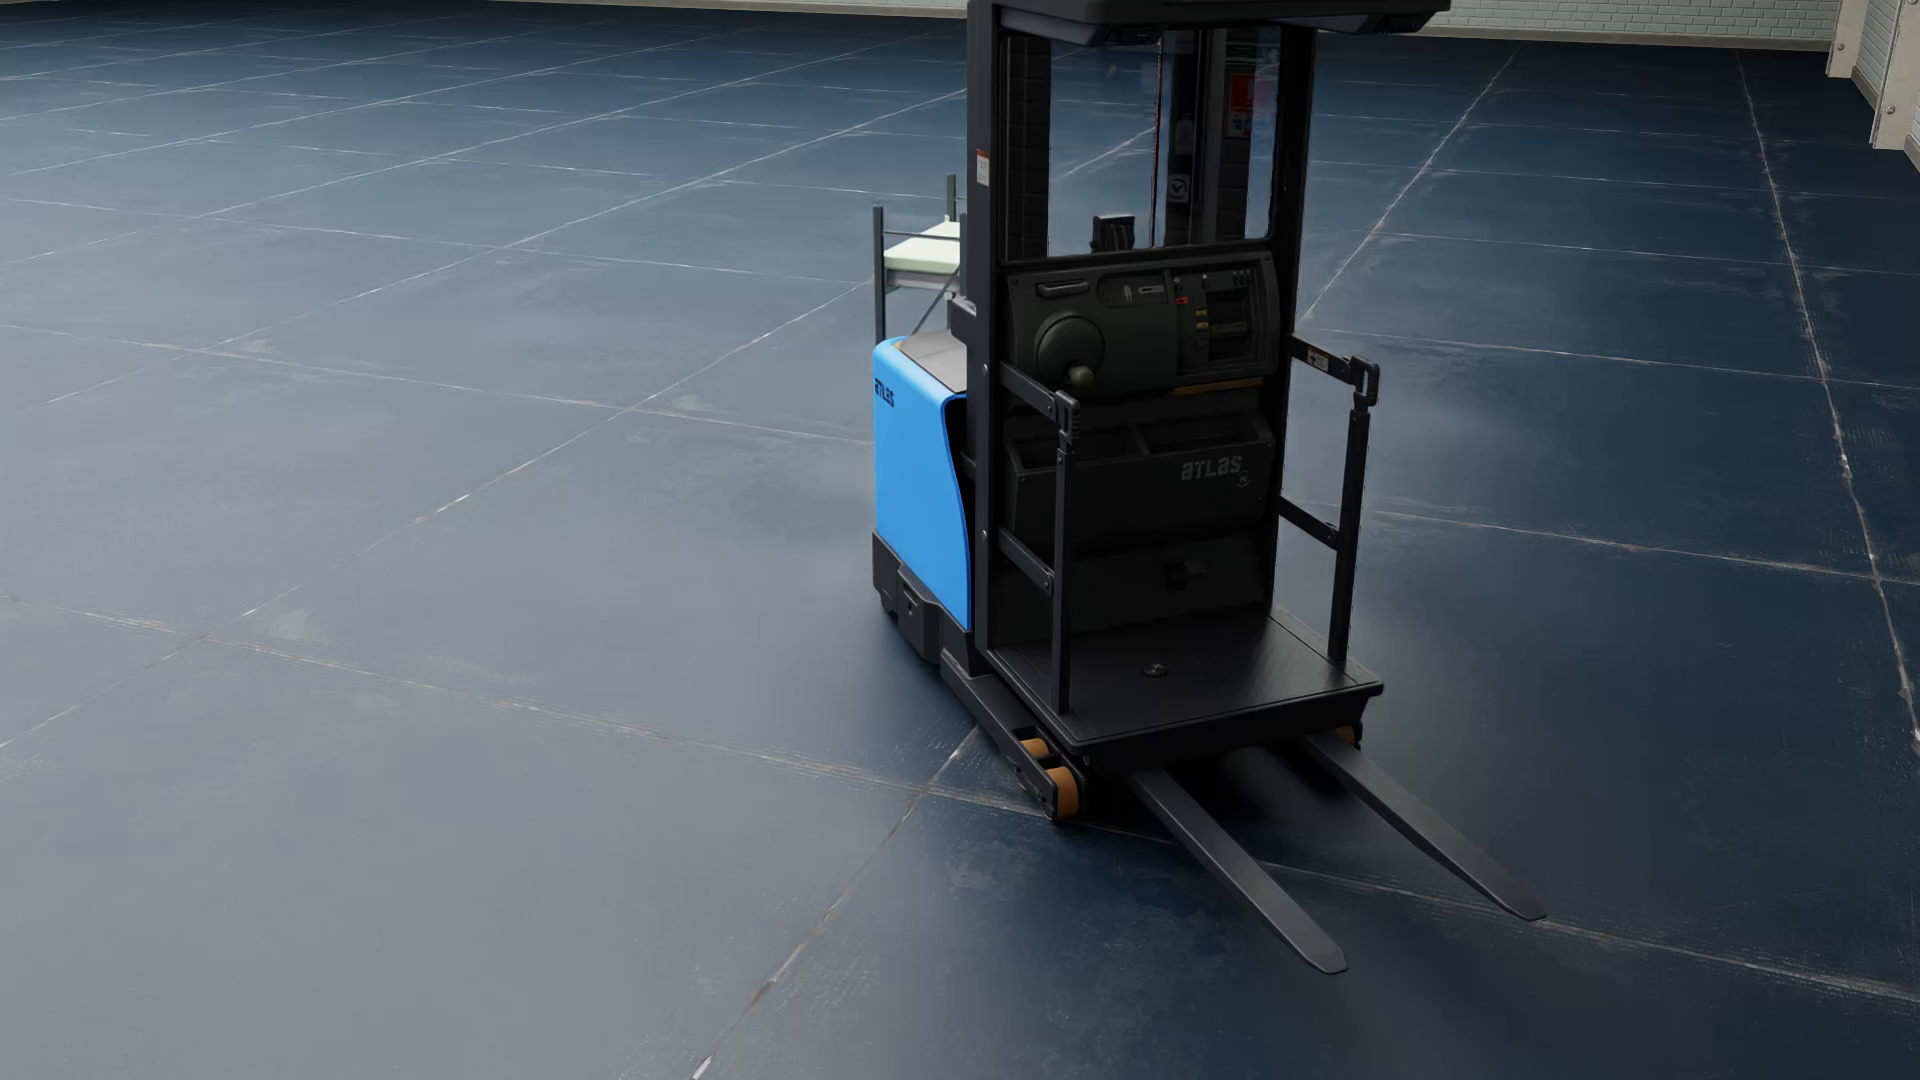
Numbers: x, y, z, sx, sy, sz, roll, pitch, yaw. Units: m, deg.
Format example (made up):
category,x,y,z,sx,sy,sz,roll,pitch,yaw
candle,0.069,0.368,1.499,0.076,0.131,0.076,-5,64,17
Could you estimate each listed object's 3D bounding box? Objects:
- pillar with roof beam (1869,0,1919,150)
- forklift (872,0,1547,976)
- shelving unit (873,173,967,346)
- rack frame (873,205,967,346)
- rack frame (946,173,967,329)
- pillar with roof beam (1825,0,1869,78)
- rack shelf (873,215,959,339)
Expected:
category,x,y,z,sx,sy,sz,roll,pitch,yaw
pillar with roof beam,5.348,-8.733,16.483,9.100,9.000,0.400,9,24,20
forklift,0.666,-0.664,5.037,1.130,2.935,3.031,-9,24,-20
shelving unit,-0.010,-0.713,7.011,0.431,1.500,0.755,9,24,21
rack frame,-0.151,-0.583,6.699,0.400,1.500,0.023,9,24,21
rack frame,0.131,-0.843,7.322,0.400,1.500,0.023,9,24,21
pillar with roof beam,7.576,-10.880,21.623,9.100,9.000,0.400,9,24,20
rack shelf,-0.010,-1.073,6.860,0.431,0.370,0.720,9,24,21
